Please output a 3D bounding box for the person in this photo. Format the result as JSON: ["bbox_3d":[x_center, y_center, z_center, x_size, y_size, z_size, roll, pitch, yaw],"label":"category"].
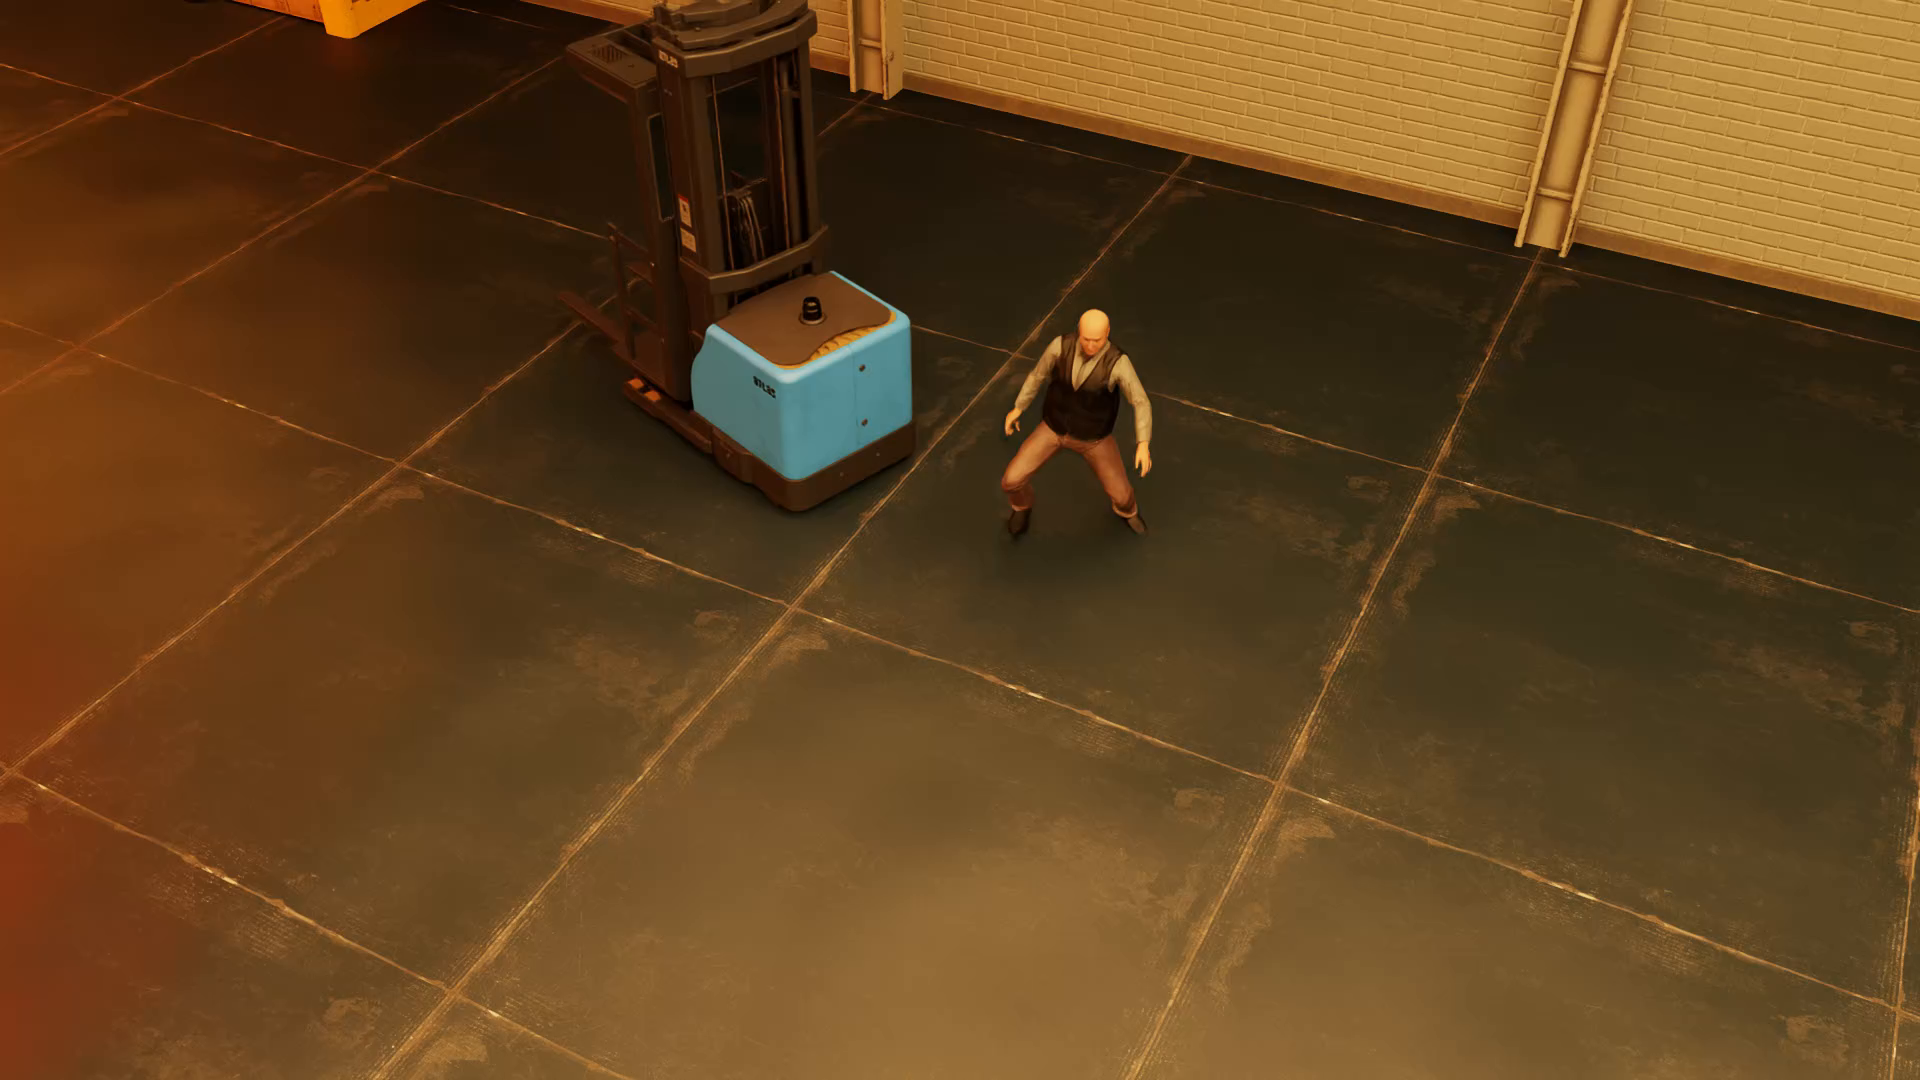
[{"bbox_3d":[0.725,-0.646,9.822,0.937,1.599,0.673,15,42,17],"label":"person"}]

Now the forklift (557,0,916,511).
[{"bbox_3d":[-1.654,-2.163,10.555,1.130,2.935,3.031,-30,49,-31],"label":"forklift"}]
